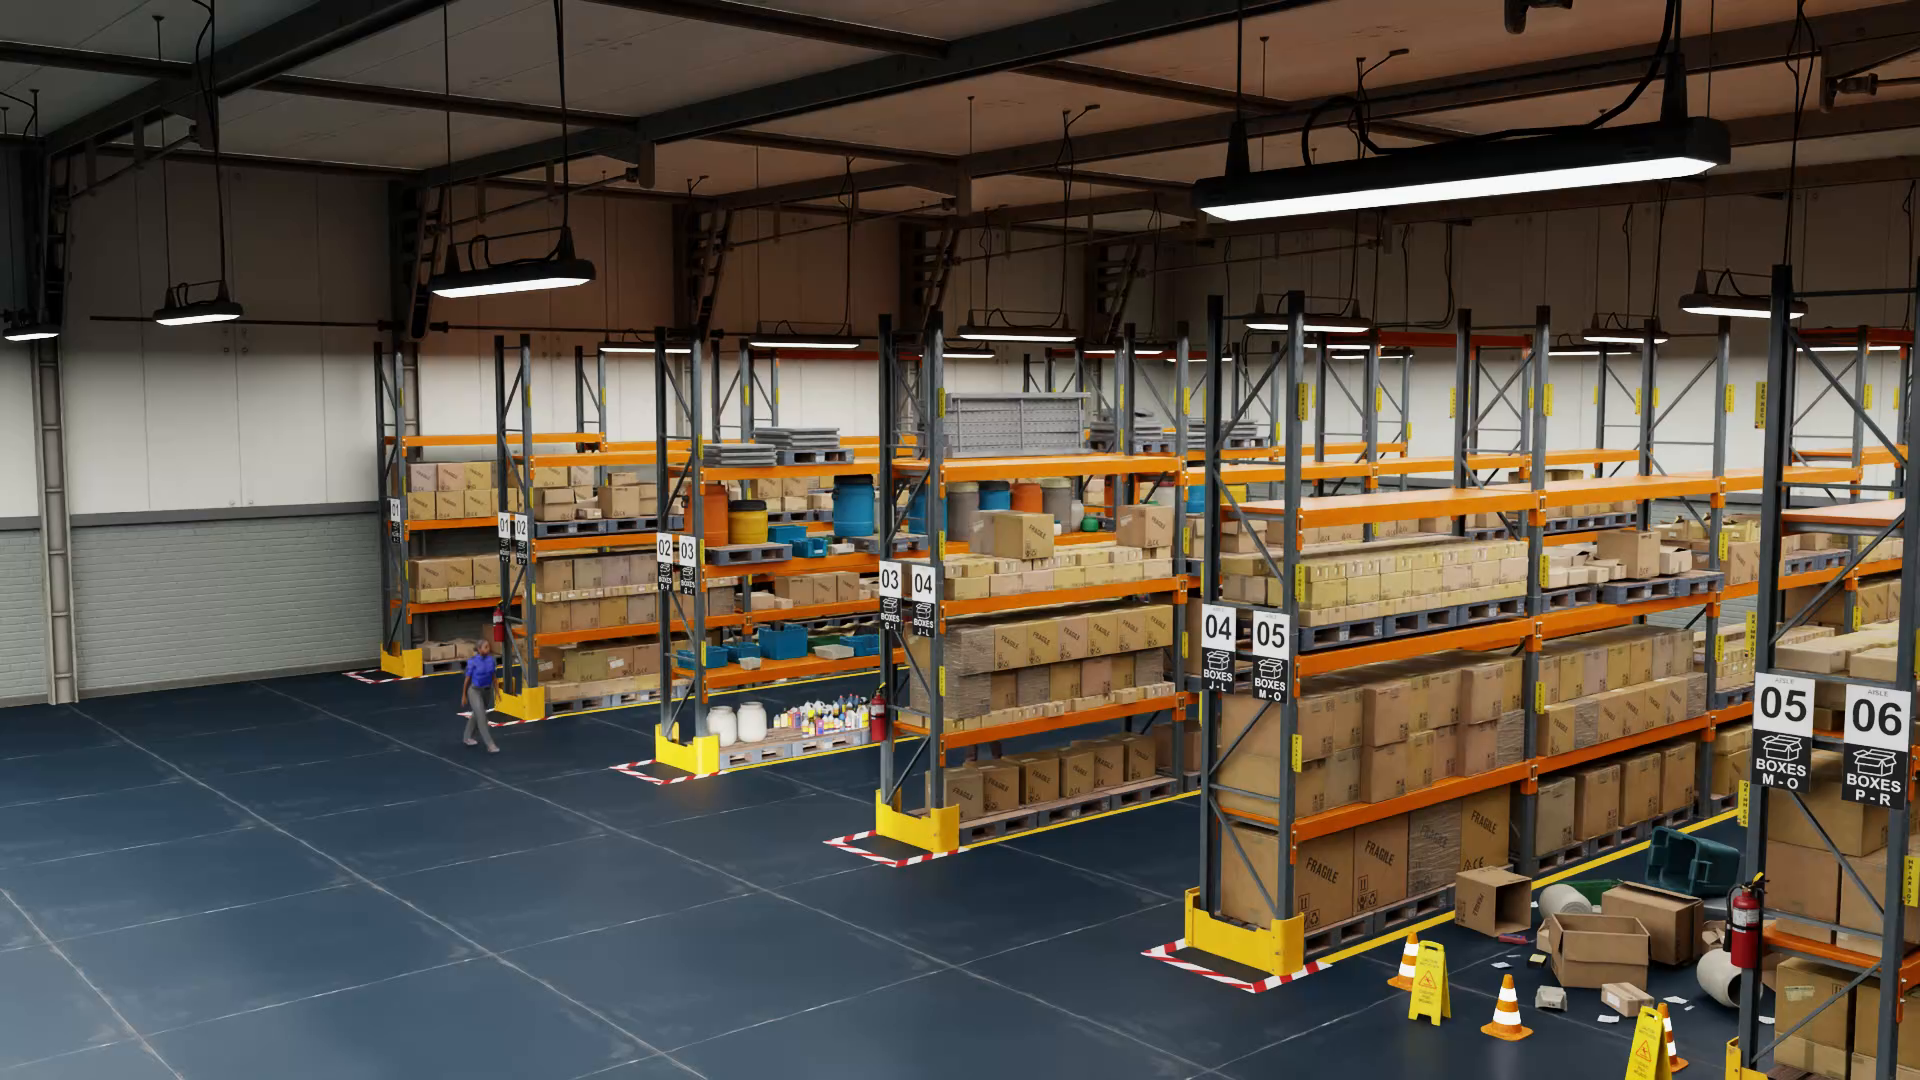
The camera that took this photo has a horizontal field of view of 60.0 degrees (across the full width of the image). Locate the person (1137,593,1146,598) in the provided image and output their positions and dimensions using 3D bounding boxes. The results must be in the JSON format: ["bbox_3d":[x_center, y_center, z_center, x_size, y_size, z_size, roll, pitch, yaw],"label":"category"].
[{"bbox_3d":[3.751,1.311,33.748,0.701,1.576,0.566,-3,6,-31],"label":"person"}]

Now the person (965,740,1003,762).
[{"bbox_3d":[0.296,2.279,22.440,0.650,1.750,0.589,-4,7,-38],"label":"person"}]

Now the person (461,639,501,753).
[{"bbox_3d":[-6.817,2.189,23.720,1.014,1.580,0.510,4,7,38],"label":"person"}]
